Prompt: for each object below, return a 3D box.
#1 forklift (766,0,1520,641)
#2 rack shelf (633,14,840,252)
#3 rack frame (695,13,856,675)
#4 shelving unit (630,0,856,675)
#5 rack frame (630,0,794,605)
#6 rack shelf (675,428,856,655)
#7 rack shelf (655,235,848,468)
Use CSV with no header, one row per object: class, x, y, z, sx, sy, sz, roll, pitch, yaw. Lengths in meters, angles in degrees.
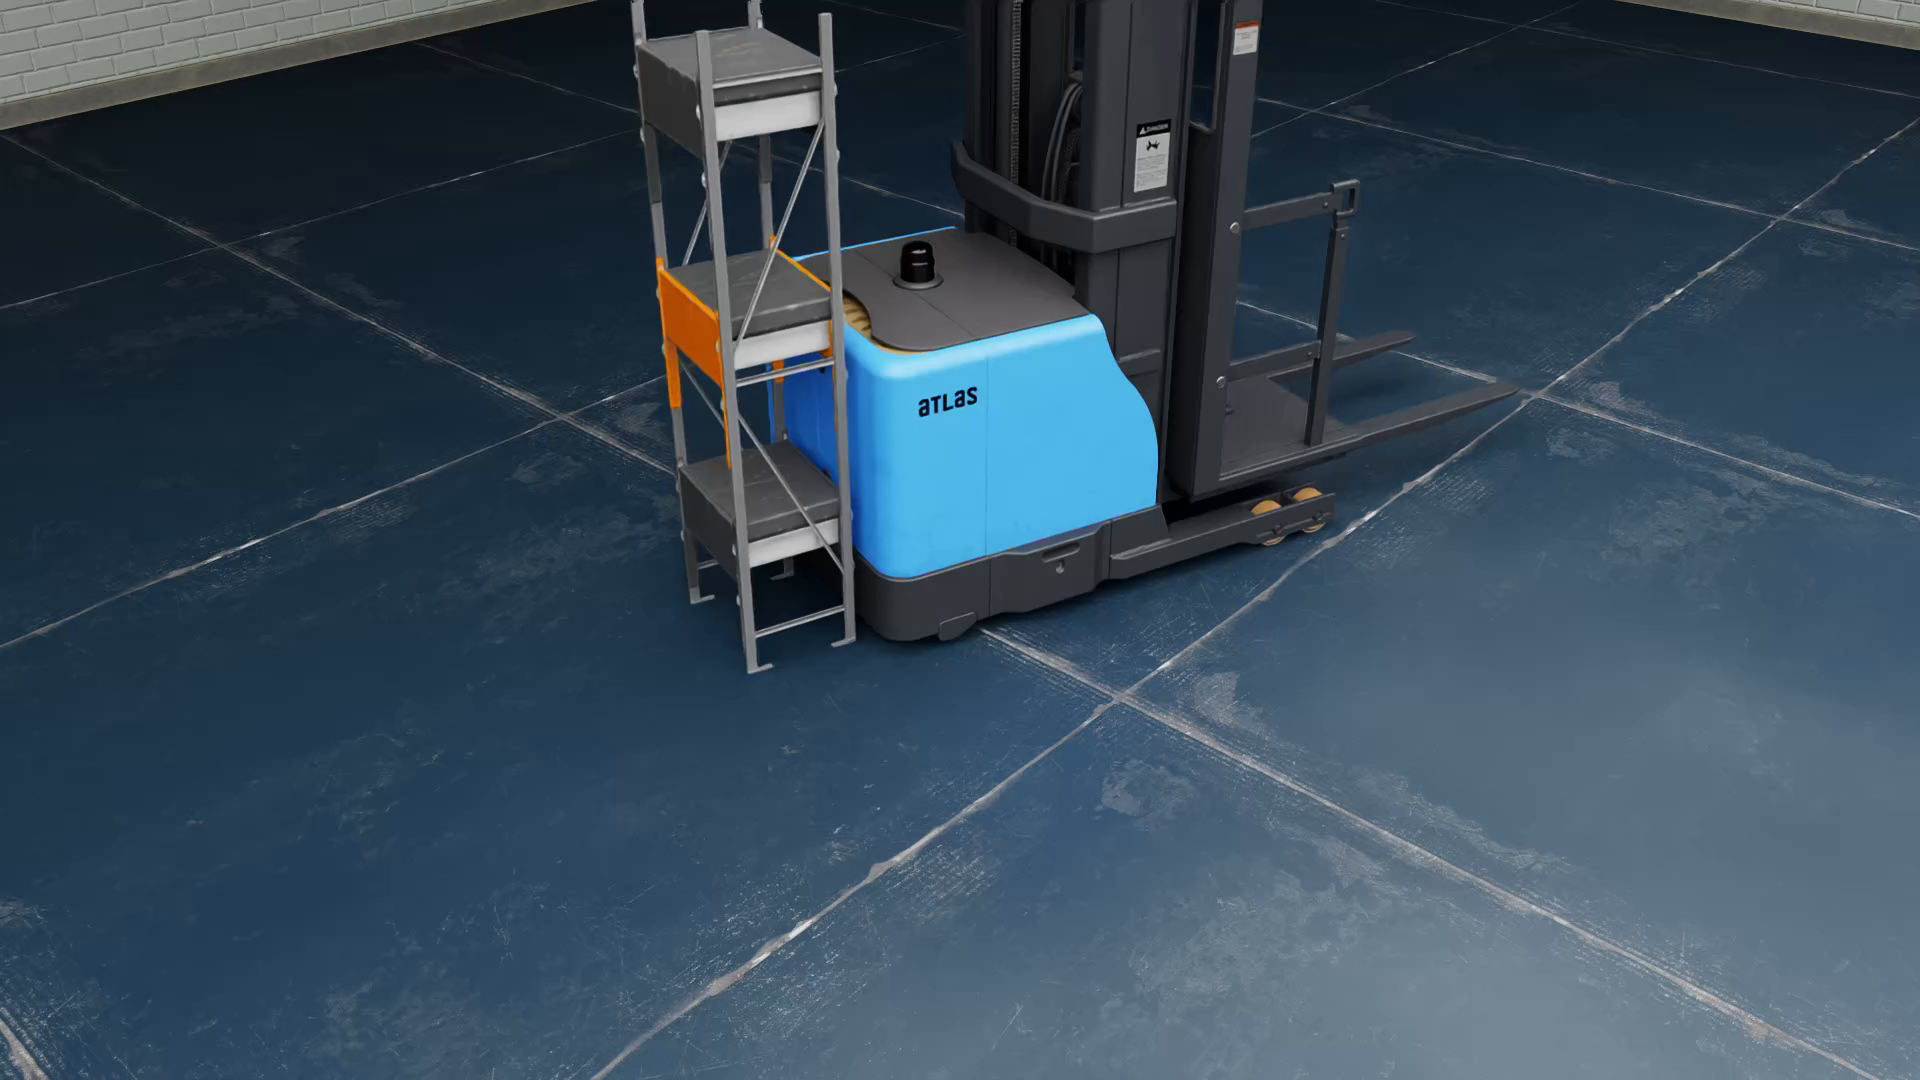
forklift,0.830,-1.455,5.826,3.031,2.935,1.130,-16,35,-25
rack shelf,-0.654,-1.203,4.881,0.431,0.518,0.480,-17,35,-26
rack frame,-0.531,-0.506,5.055,0.400,2.100,0.015,-17,35,-26
shelving unit,-0.654,-0.615,5.235,0.431,2.100,0.503,-17,35,-26
rack frame,-0.778,-0.723,5.416,0.400,2.100,0.015,-17,35,-26
rack shelf,-0.654,-0.003,5.603,0.431,0.518,0.480,-17,35,-26
rack shelf,-0.654,-0.603,5.242,0.431,0.518,0.480,-17,35,-26
